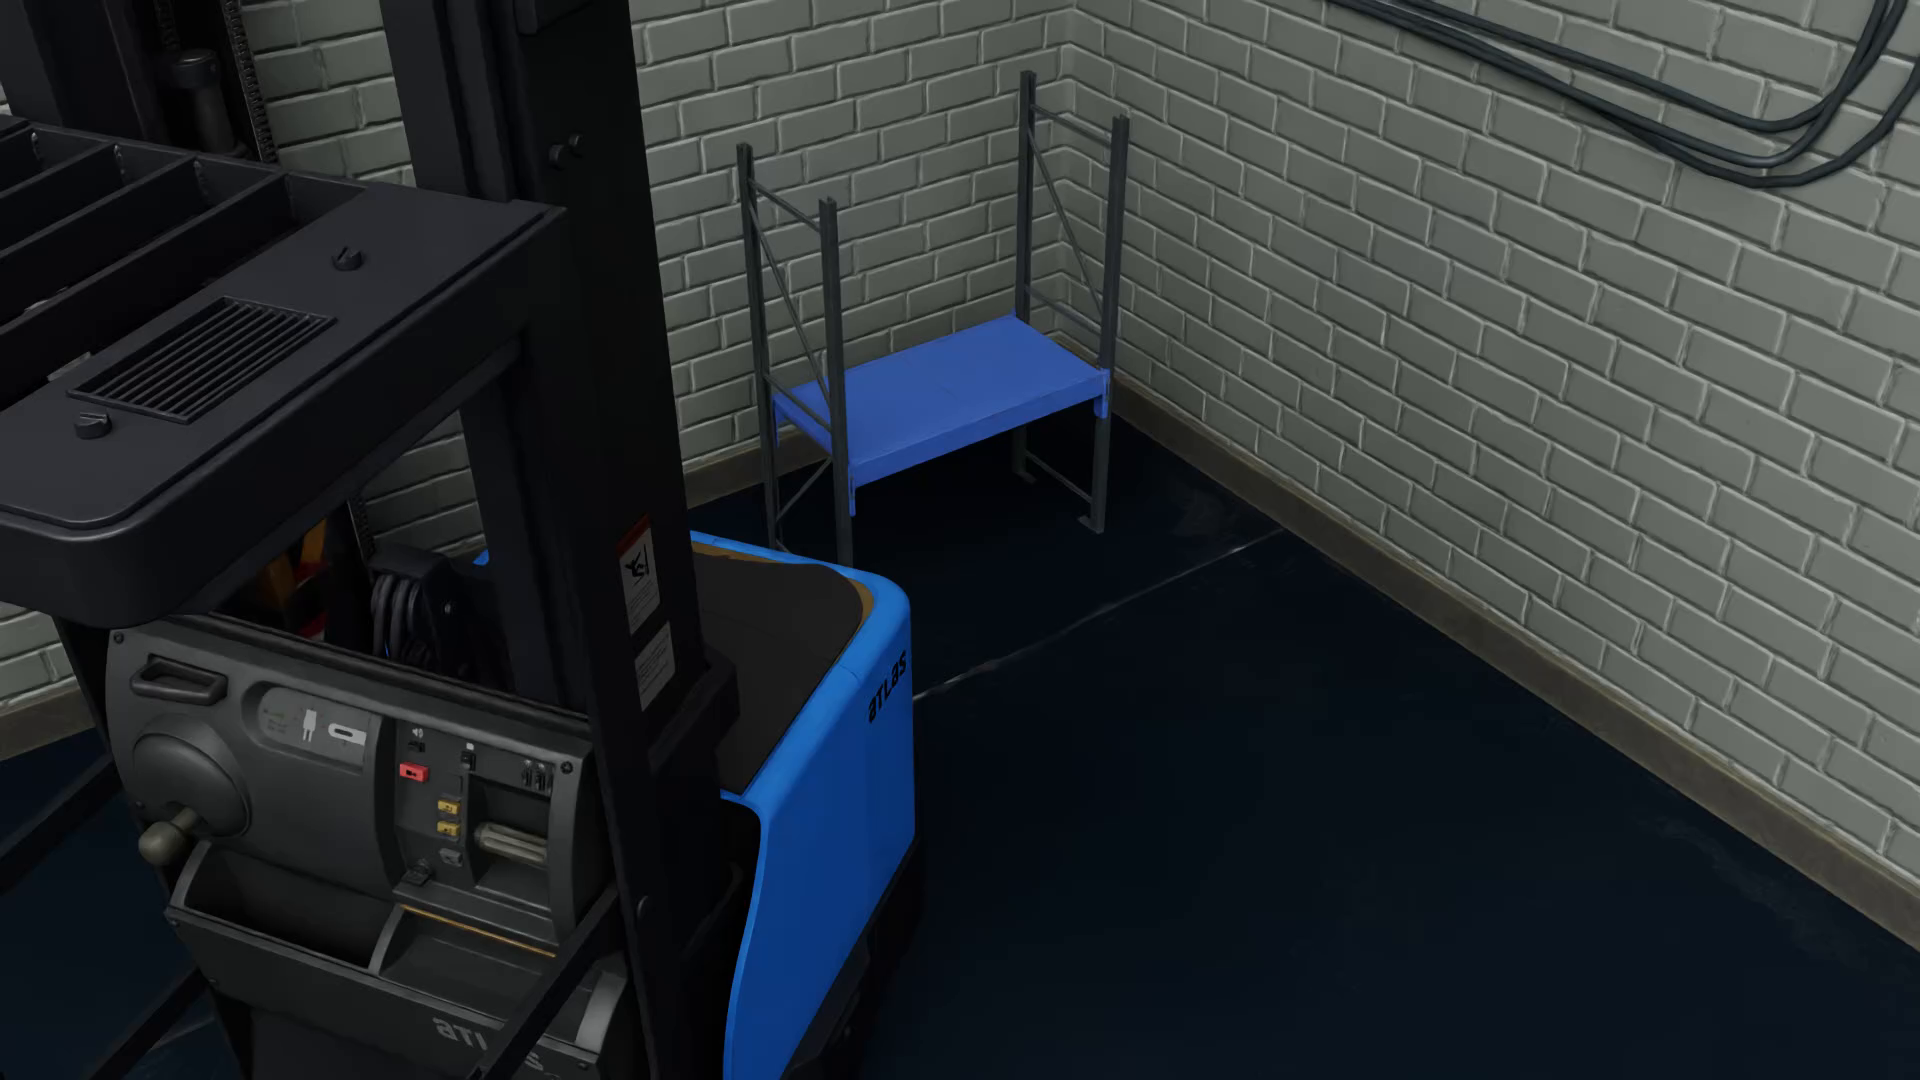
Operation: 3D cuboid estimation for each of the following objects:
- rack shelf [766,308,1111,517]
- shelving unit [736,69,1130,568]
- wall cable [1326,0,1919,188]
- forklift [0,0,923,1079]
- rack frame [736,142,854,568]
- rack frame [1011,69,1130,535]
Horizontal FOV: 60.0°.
[{"bbox_3d":[-0.070,-0.434,5.377,1.000,0.185,0.538,-22,41,-28],"label":"rack shelf"},{"bbox_3d":[-0.070,-0.580,5.272,1.048,1.500,0.538,-22,41,-28],"label":"shelving unit"},{"bbox_3d":[1.145,-2.413,4.057,0.112,2.526,3.097,-22,41,-28],"label":"wall cable"},{"bbox_3d":[-1.101,0.474,2.581,1.130,2.935,3.031,13,38,17],"label":"forklift"},{"bbox_3d":[-0.485,-0.409,5.034,0.032,1.500,0.500,-22,41,-28],"label":"rack frame"},{"bbox_3d":[0.346,-0.751,5.510,0.032,1.500,0.500,-22,41,-28],"label":"rack frame"}]
